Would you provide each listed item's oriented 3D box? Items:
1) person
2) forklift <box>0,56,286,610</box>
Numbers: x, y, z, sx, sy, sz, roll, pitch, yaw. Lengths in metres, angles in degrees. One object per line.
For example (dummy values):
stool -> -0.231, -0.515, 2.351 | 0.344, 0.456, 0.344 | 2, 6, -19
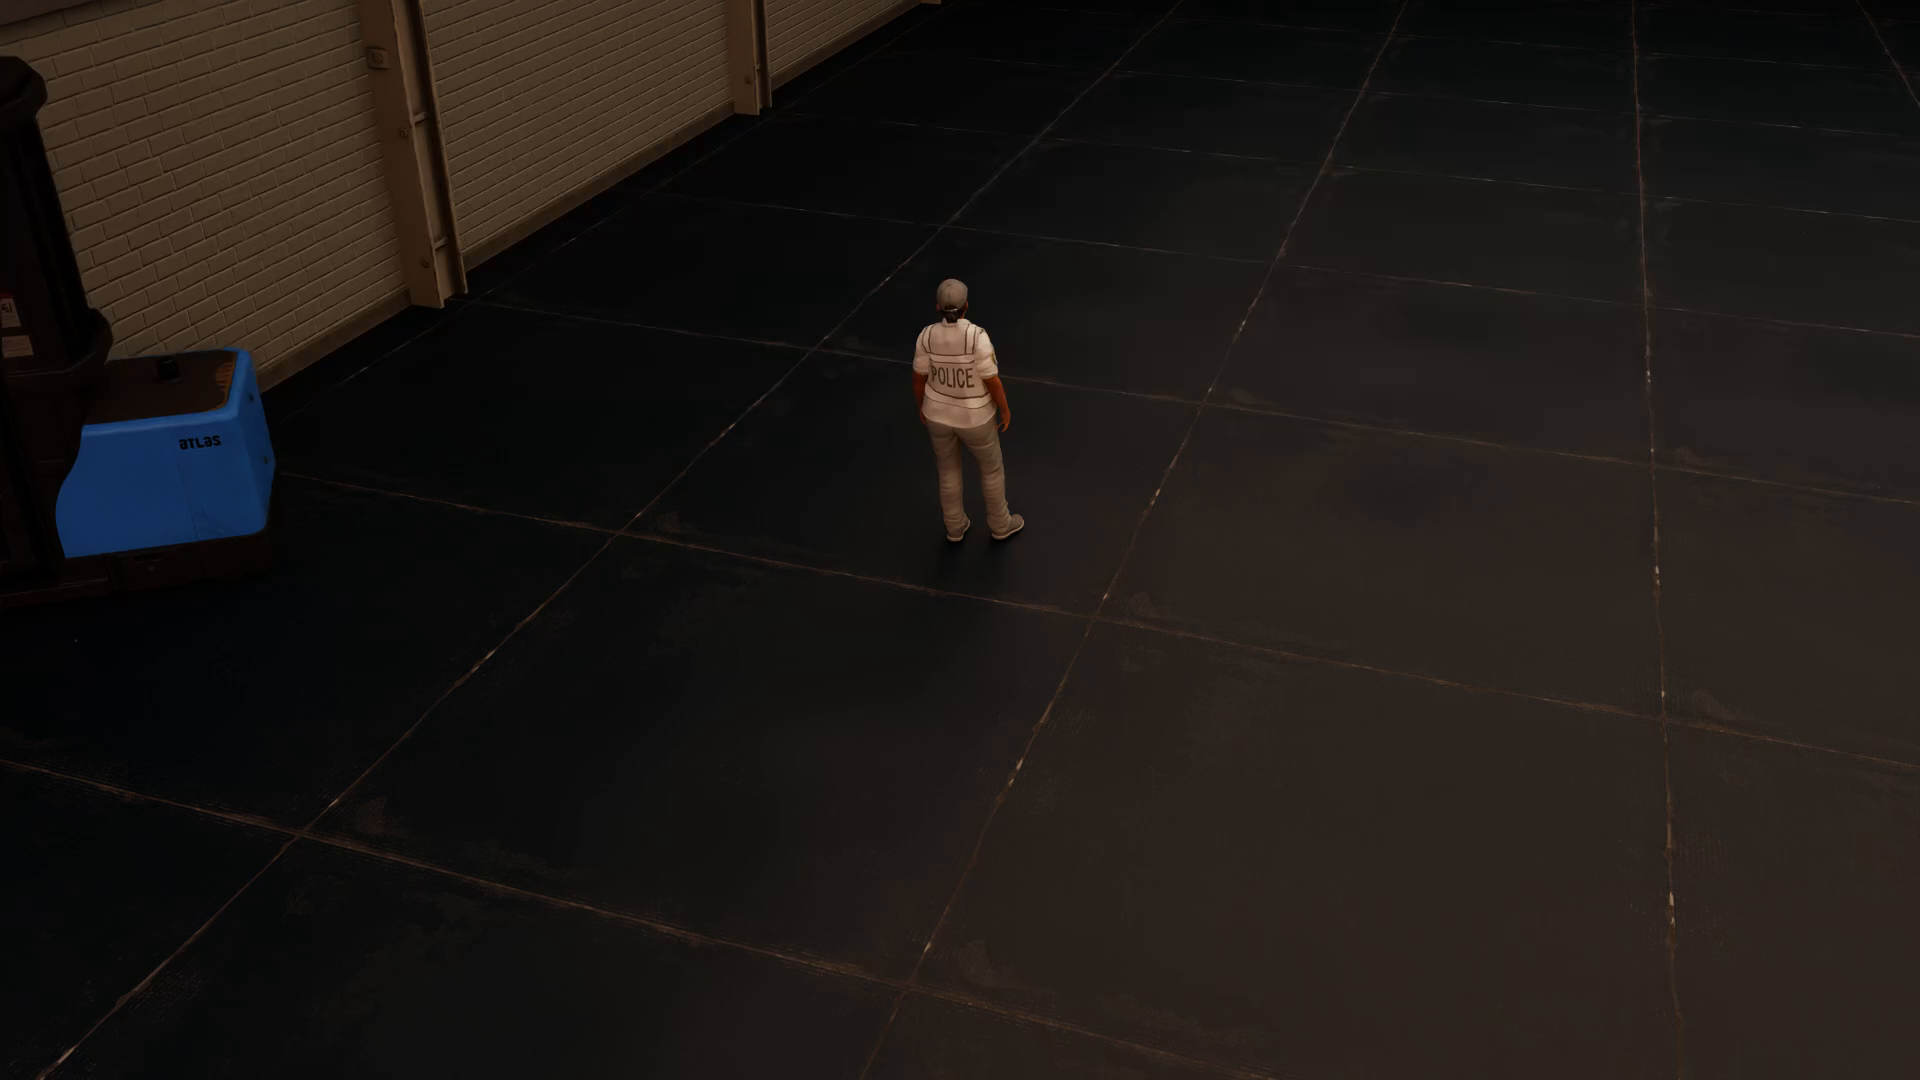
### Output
person -> 0.047, -0.762, 9.736 | 0.598, 1.670, 0.529 | 10, 31, 16
forklift -> -5.572, -1.080, 9.032 | 3.031, 2.935, 1.130 | -8, 31, -14
